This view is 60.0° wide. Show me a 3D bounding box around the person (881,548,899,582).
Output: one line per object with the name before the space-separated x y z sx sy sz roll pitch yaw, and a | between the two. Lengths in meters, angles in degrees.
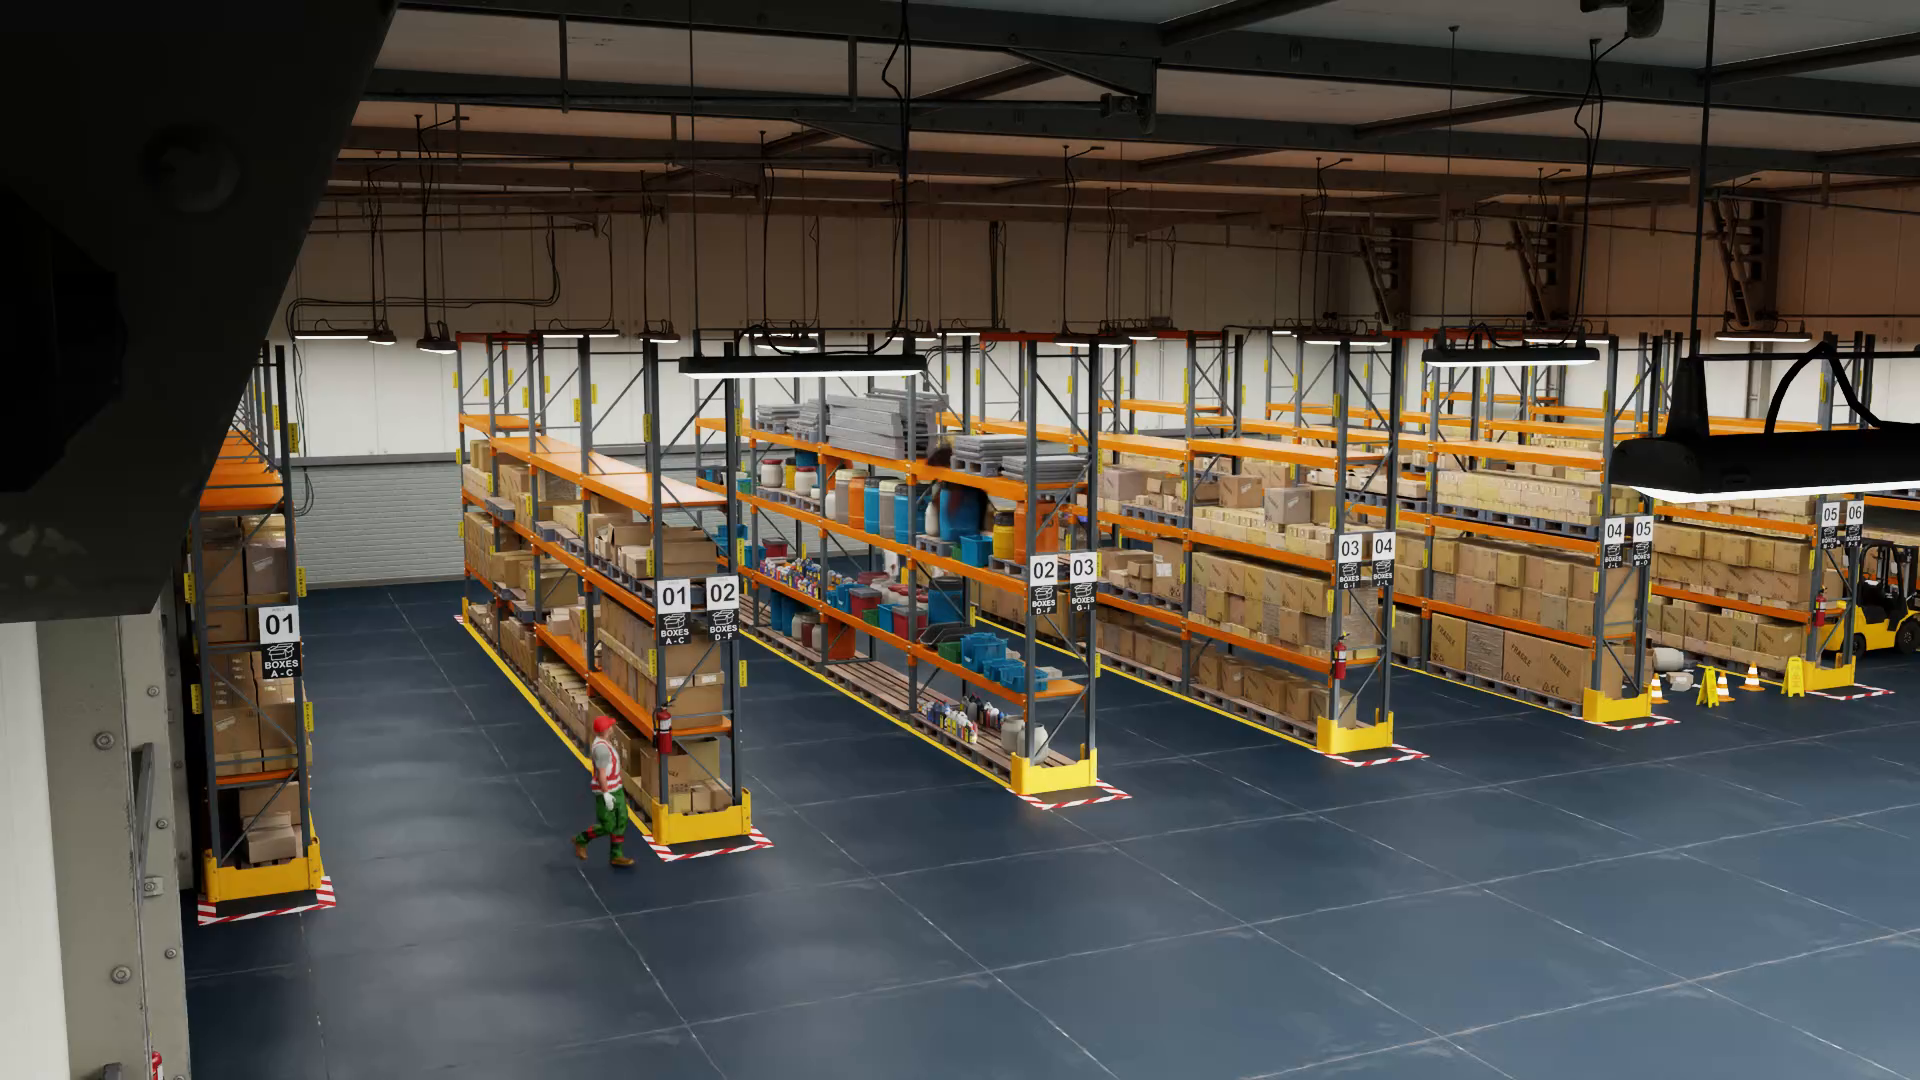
person | -1.557 0.598 36.339 0.436 1.664 0.669 -3 8 -23

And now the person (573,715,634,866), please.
person | -4.107 2.876 19.145 0.683 1.769 0.546 2 8 18

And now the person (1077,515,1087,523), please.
person | 3.171 -0.082 41.549 0.611 1.673 0.373 -3 8 -24

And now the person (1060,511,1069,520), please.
person | 2.827 -0.371 43.839 0.413 1.617 0.673 8 11 44

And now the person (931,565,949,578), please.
person | -0.428 0.925 33.552 0.425 1.796 0.598 -3 8 -21
